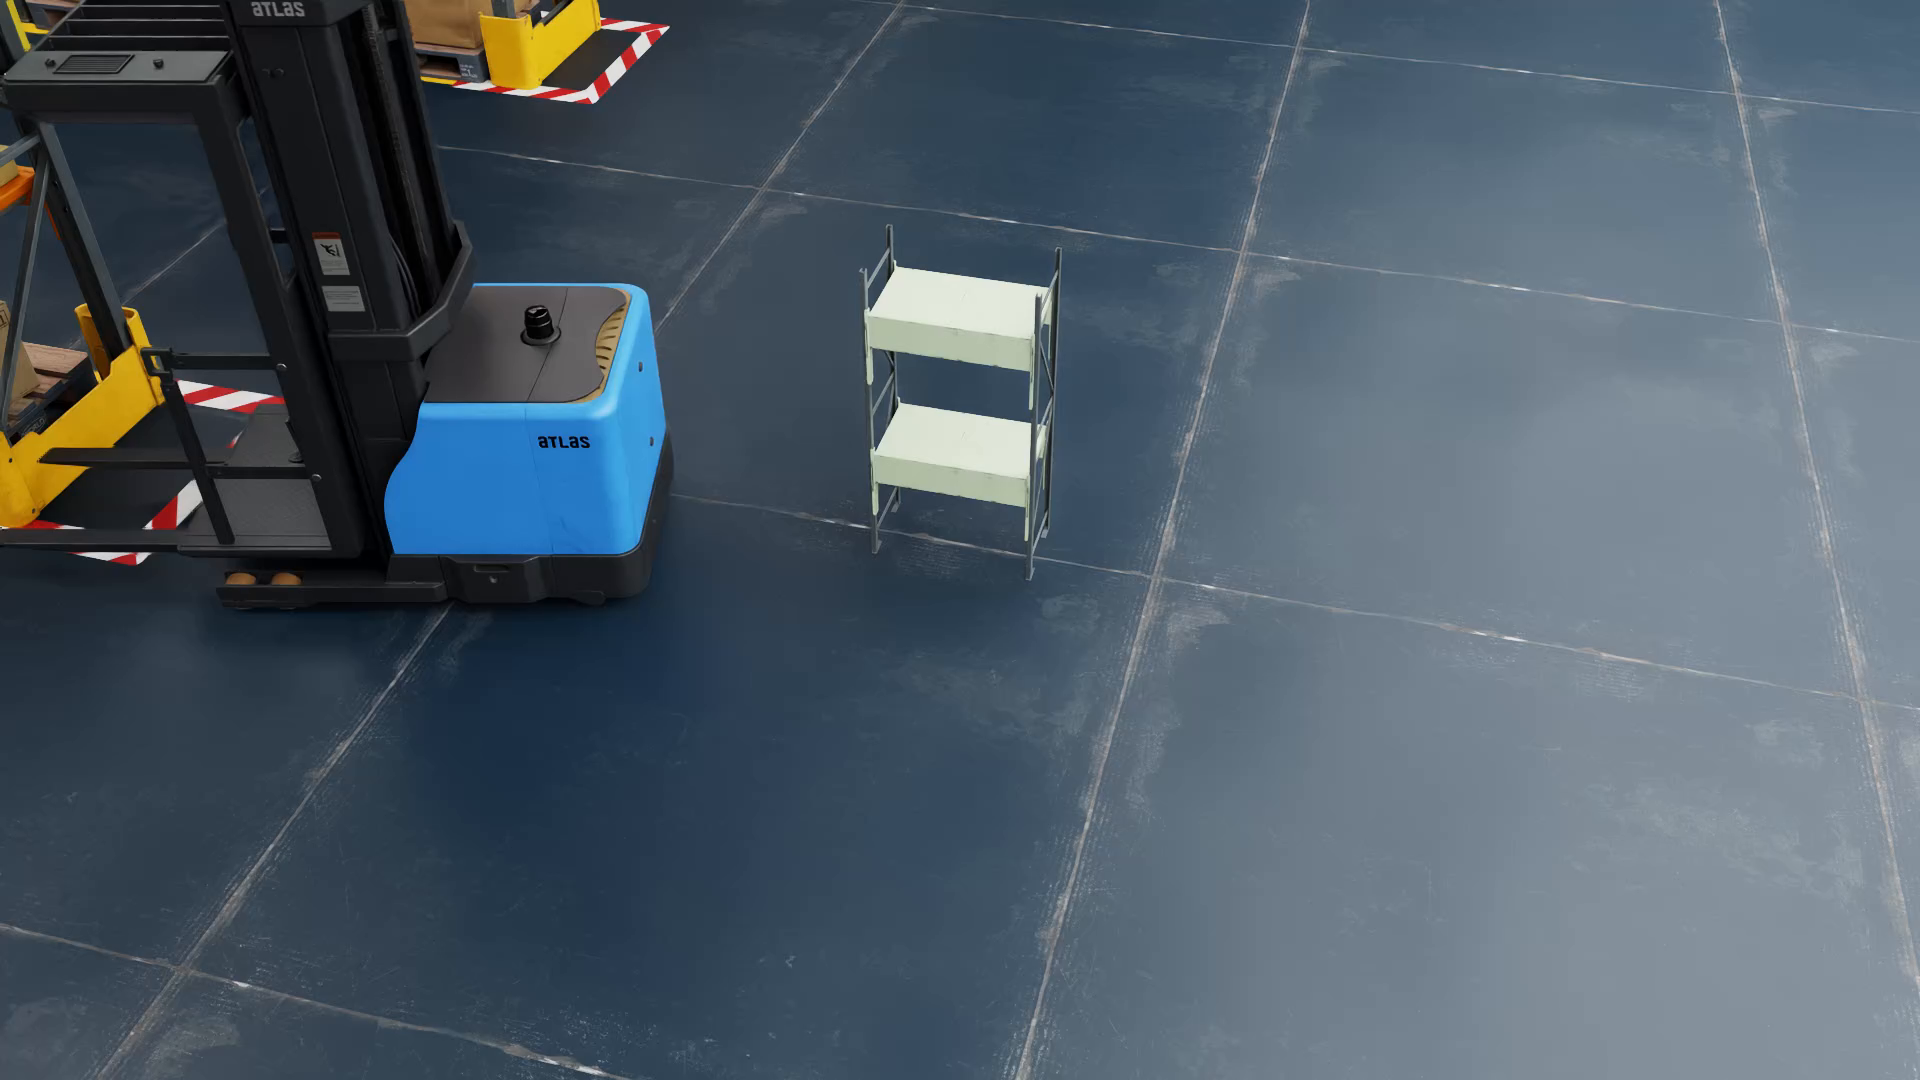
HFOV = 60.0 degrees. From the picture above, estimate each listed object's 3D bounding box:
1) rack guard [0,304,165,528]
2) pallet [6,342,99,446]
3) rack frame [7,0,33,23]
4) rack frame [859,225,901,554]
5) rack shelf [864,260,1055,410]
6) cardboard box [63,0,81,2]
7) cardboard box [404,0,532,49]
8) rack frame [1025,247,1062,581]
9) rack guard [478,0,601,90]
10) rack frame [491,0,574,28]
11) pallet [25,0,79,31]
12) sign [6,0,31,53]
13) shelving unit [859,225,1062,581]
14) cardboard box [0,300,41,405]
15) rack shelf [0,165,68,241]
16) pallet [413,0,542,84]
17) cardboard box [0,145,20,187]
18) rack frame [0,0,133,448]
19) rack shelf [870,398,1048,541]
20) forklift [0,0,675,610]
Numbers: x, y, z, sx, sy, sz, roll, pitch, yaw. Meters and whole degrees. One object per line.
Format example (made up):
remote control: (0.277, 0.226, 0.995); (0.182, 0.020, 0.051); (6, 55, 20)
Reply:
rack guard: (-4.429, -0.630, 8.136); (0.348, 0.500, 1.175); (10, 41, 11)
pallet: (-5.205, -0.676, 8.415); (1.213, 0.211, 1.003); (10, 41, 11)
rack frame: (-6.840, -5.304, 11.757); (0.127, 3.000, 1.000); (10, 41, 11)
rack frame: (-0.347, -0.634, 7.363); (0.023, 1.500, 0.400); (10, 41, 11)
rack shelf: (0.006, -0.872, 7.040); (0.720, 0.370, 0.431); (10, 41, 11)
cardboard box: (-6.251, -4.503, 12.129); (0.875, 0.875, 0.875); (10, 41, 12)
cardboard box: (-3.649, -4.058, 11.599); (0.875, 0.875, 0.875); (10, 41, 12)
rack frame: (0.360, -0.512, 7.218); (0.023, 1.500, 0.400); (10, 41, 11)
rack guard: (-2.953, -3.678, 11.765); (0.348, 0.500, 1.175); (10, 41, 11)
rack frame: (-2.976, -4.639, 10.966); (0.127, 3.000, 1.000); (10, 41, 11)
pallet: (-6.126, -4.061, 12.446); (1.213, 0.211, 1.003); (10, 41, 11)
sign: (-4.216, -2.243, 7.440); (0.005, 0.325, 0.100); (10, 41, 11)
shelving unit: (0.006, -0.573, 7.291); (0.755, 1.500, 0.431); (10, 41, 11)
cardboard box: (-4.955, -0.892, 8.121); (0.500, 0.500, 0.500); (17, 43, 19)
rack shelf: (-6.288, -1.631, 7.944); (4.000, 0.370, 1.077); (10, 41, 11)
pallet: (-3.769, -3.655, 11.963); (1.213, 0.211, 1.003); (10, 41, 11)
cardboard box: (-4.570, -1.674, 7.630); (0.250, 0.149, 0.380); (10, 41, 11)
rack frame: (-4.356, -1.574, 7.317); (0.127, 3.000, 1.000); (10, 41, 11)
rack shelf: (0.006, -0.324, 7.501); (0.720, 0.370, 0.431); (10, 41, 11)
forklift: (-2.905, -1.153, 6.869); (3.031, 2.935, 1.130); (0, 40, 0)
